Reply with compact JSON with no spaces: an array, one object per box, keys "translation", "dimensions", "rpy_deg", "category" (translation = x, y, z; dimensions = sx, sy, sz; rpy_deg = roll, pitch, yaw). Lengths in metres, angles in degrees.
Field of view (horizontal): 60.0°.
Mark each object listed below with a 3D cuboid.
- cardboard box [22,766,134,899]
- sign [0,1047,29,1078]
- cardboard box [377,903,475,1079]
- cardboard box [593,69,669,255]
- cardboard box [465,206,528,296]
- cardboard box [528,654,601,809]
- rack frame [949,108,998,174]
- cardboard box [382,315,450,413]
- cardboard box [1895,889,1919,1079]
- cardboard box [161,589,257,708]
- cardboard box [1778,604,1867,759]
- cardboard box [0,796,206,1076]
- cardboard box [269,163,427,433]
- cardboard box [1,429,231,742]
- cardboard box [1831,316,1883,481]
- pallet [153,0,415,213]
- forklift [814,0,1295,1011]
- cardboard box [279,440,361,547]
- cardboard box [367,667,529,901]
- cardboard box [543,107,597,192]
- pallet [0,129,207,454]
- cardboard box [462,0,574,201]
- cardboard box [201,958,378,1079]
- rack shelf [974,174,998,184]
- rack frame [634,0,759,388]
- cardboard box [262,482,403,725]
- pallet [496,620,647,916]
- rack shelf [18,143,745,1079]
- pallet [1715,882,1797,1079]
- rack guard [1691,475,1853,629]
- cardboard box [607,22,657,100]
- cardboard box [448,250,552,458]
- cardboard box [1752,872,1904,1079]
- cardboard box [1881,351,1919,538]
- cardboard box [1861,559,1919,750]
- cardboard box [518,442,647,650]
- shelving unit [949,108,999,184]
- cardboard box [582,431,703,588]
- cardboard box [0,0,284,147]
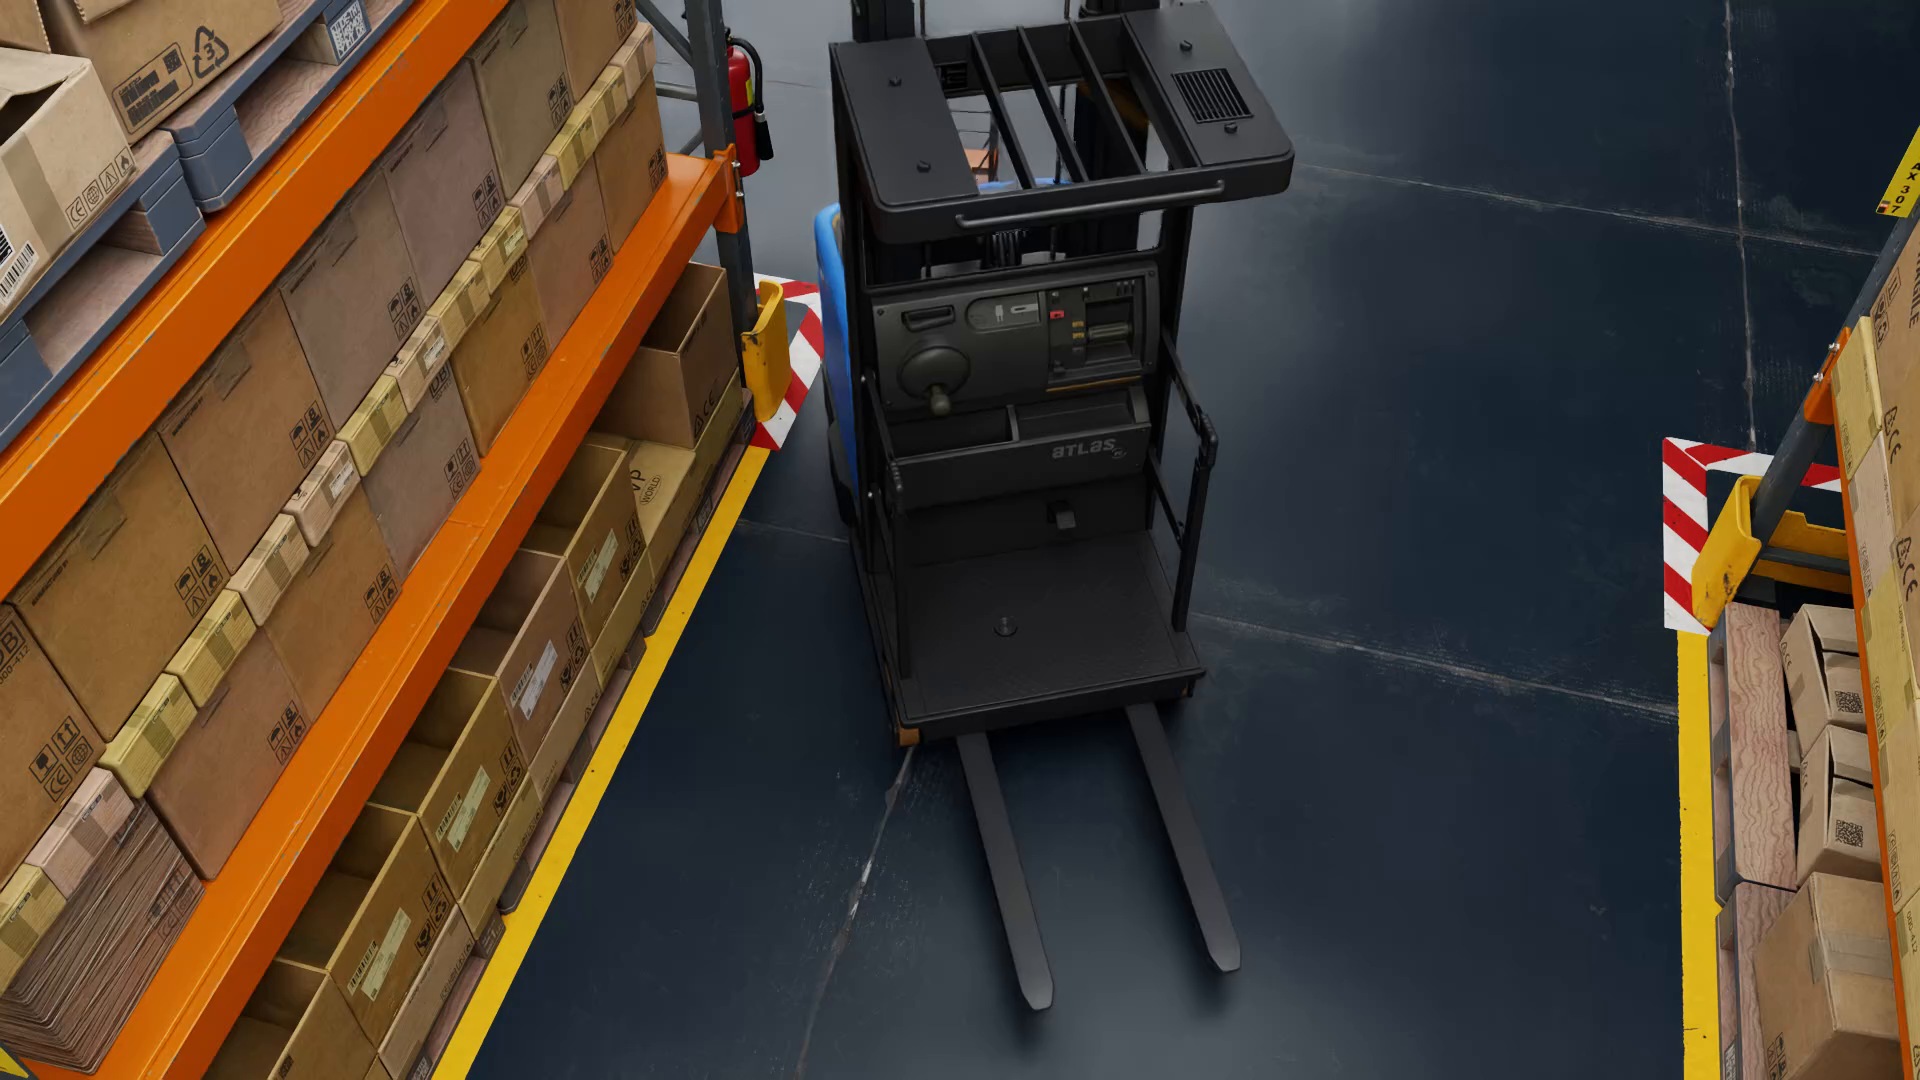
[{"translation":[-2.066,0.601,3.638],"dimensions":[0.380,0.149,0.250],"rpy_deg":[12,50,11],"category":"cardboard box"},{"translation":[-1.864,0.930,3.128],"dimensions":[0.100,0.325,0.005],"rpy_deg":[12,50,10],"category":"sign"},{"translation":[-1.839,1.321,5.056],"dimensions":[0.500,0.250,0.500],"rpy_deg":[12,50,10],"category":"cardboard box"},{"translation":[-1.472,-1.404,5.841],"dimensions":[0.700,0.500,0.500],"rpy_deg":[12,50,10],"category":"cardboard box"},{"translation":[-1.525,-0.894,4.958],"dimensions":[0.380,0.149,0.250],"rpy_deg":[13,50,11],"category":"cardboard box"},{"translation":[-1.576,0.598,5.694],"dimensions":[0.500,0.250,0.500],"rpy_deg":[12,50,10],"category":"cardboard box"},{"translation":[0.026,-1.335,7.058],"dimensions":[0.240,1.200,0.006],"rpy_deg":[4,38,4],"category":"rack frame"},{"translation":[-1.660,-0.518,4.626],"dimensions":[0.380,0.149,0.250],"rpy_deg":[11,49,10],"category":"cardboard box"},{"translation":[2.479,1.077,3.805],"dimensions":[0.500,0.250,0.500],"rpy_deg":[11,50,10],"category":"cardboard box"},{"translation":[-1.932,0.224,3.971],"dimensions":[0.380,0.149,0.250],"rpy_deg":[11,50,10],"category":"cardboard box"},{"translation":[3.174,0.495,5.731],"dimensions":[0.500,0.311,0.500],"rpy_deg":[7,49,6],"category":"cardboard box"},{"translation":[-2.279,0.832,3.868],"dimensions":[0.700,0.500,0.500],"rpy_deg":[10,49,9],"category":"cardboard box"},{"translation":[-1.883,-0.687,4.342],"dimensions":[0.700,0.500,0.500],"rpy_deg":[12,50,10],"category":"cardboard box"},{"translation":[-2.147,0.036,3.704],"dimensions":[0.700,0.500,0.500],"rpy_deg":[11,50,10],"category":"cardboard box"},{"translation":[3.008,-0.398,5.106],"dimensions":[0.500,0.250,0.500],"rpy_deg":[10,49,9],"category":"cardboard box"},{"translation":[-1.867,-1.278,3.855],"dimensions":[1.003,0.211,1.213],"rpy_deg":[12,50,10],"category":"pallet"},{"translation":[0.234,-0.541,5.191],"dimensions":[1.130,2.935,3.031],"rpy_deg":[-9,49,-8],"category":"forklift"},{"translation":[-1.797,-0.150,4.301],"dimensions":[0.380,0.149,0.250],"rpy_deg":[10,49,9],"category":"cardboard box"},{"translation":[-1.703,0.713,5.093],"dimensions":[0.500,0.500,0.500],"rpy_deg":[12,50,10],"category":"cardboard box"},{"translation":[-1.388,-1.266,5.286],"dimensions":[0.380,0.149,0.250],"rpy_deg":[11,49,9],"category":"cardboard box"},{"translation":[-2.190,-0.399,3.078],"dimensions":[1.003,0.211,1.213],"rpy_deg":[12,50,10],"category":"pallet"},{"translation":[-1.619,-1.414,4.984],"dimensions":[0.700,0.500,0.500],"rpy_deg":[10,49,9],"category":"cardboard box"},{"translation":[-1.966,1.436,4.455],"dimensions":[0.500,0.500,0.500],"rpy_deg":[12,50,10],"category":"cardboard box"},{"translation":[0.021,-1.432,6.865],"dimensions":[0.258,0.103,0.180],"rpy_deg":[4,38,4],"category":"rack shelf"},{"translation":[-1.337,-1.706,6.174],"dimensions":[1.000,3.000,0.127],"rpy_deg":[12,50,10],"category":"rack frame"},{"translation":[-2.011,0.087,4.525],"dimensions":[0.700,0.500,0.500],"rpy_deg":[12,50,11],"category":"cardboard box"},{"translation":[-1.821,0.657,5.948],"dimensions":[1.003,0.211,1.213],"rpy_deg":[12,50,10],"category":"pallet"},{"translation":[-1.863,-0.022,5.167],"dimensions":[1.077,0.370,4.000],"rpy_deg":[12,50,10],"category":"rack shelf"},{"translation":[2.852,1.706,5.022],"dimensions":[1.003,0.211,1.213],"rpy_deg":[12,50,10],"category":"pallet"},{"translation":[3.423,0.150,6.203],"dimensions":[1.175,0.500,0.348],"rpy_deg":[12,50,10],"category":"rack guard"},{"translation":[-1.254,-1.640,5.616],"dimensions":[0.380,0.149,0.250],"rpy_deg":[11,49,9],"category":"cardboard box"},{"translation":[-1.742,-0.666,5.189],"dimensions":[0.700,0.500,0.500],"rpy_deg":[12,50,10],"category":"cardboard box"},{"translation":[2.783,1.366,4.837],"dimensions":[0.700,0.500,0.500],"rpy_deg":[9,49,8],"category":"cardboard box"},{"translation":[2.888,-0.295,4.515],"dimensions":[0.500,0.500,0.500],"rpy_deg":[12,50,10],"category":"cardboard box"},{"translation":[2.746,0.347,4.448],"dimensions":[0.500,0.250,0.500],"rpy_deg":[11,49,9],"category":"cardboard box"},{"translation":[-1.440,-0.011,5.731],"dimensions":[0.500,0.500,0.500],"rpy_deg":[12,50,10],"category":"cardboard box"},{"translation":[0.017,-1.279,6.987],"dimensions":[0.258,1.200,0.189],"rpy_deg":[4,38,4],"category":"shelving unit"},{"translation":[-1.313,-0.125,6.333],"dimensions":[0.500,0.250,0.500],"rpy_deg":[12,50,10],"category":"cardboard box"},{"translation":[-1.835,-1.192,3.277],"dimensions":[0.797,0.503,0.637],"rpy_deg":[17,51,14],"category":"cardboard box"}]
